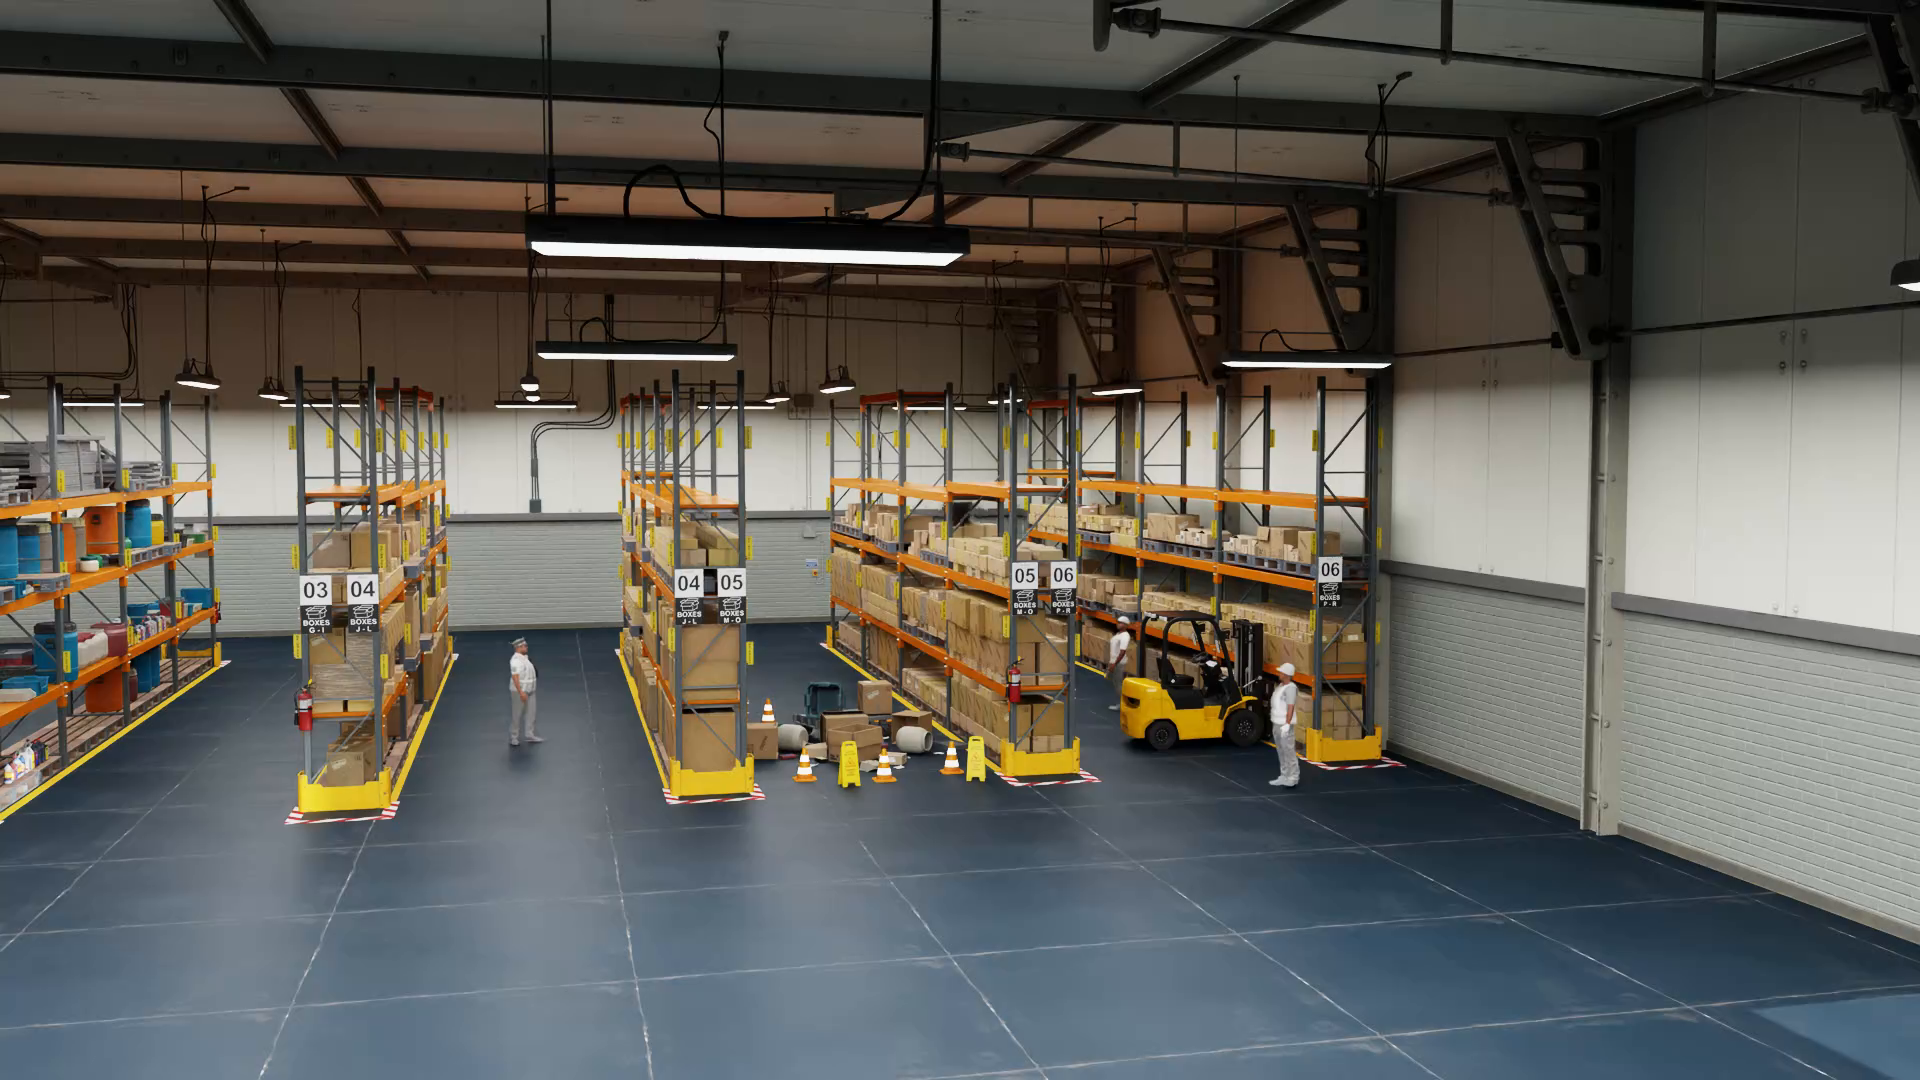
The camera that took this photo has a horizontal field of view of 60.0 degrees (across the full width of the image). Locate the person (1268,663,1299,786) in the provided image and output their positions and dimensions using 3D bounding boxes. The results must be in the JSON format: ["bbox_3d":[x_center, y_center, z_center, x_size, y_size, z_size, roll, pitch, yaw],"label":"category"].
[{"bbox_3d":[4.706,2.674,24.072,0.420,1.799,0.597,-1,4,-17],"label":"person"}]

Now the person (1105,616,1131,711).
[{"bbox_3d":[2.915,2.286,30.753,0.516,1.752,0.639,1,4,15],"label":"person"}]

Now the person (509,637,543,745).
[{"bbox_3d":[-7.219,2.486,27.459,0.469,1.776,0.567,2,4,24],"label":"person"}]
